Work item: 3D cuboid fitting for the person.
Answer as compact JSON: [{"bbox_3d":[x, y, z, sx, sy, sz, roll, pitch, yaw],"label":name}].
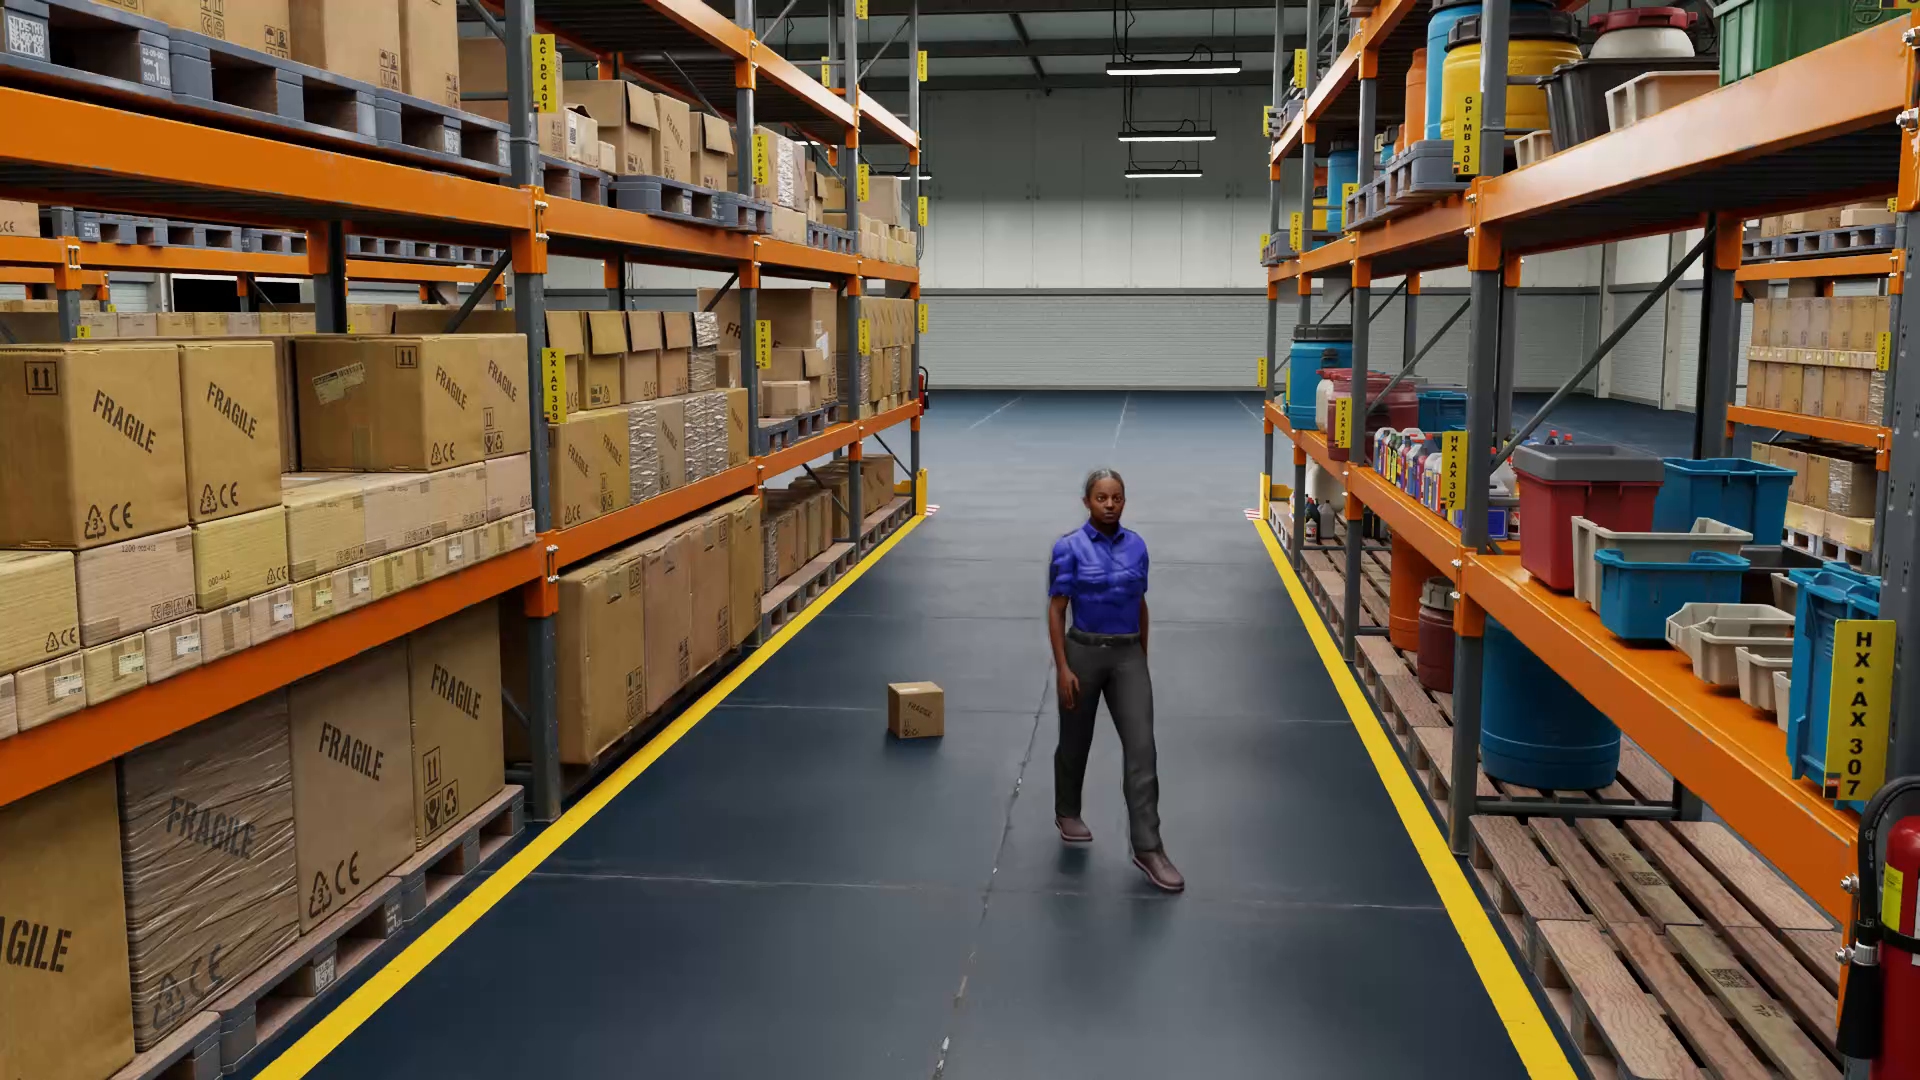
[{"bbox_3d":[0.608,0.532,6.852,0.483,1.637,0.875,-2,8,-12],"label":"person"}]
